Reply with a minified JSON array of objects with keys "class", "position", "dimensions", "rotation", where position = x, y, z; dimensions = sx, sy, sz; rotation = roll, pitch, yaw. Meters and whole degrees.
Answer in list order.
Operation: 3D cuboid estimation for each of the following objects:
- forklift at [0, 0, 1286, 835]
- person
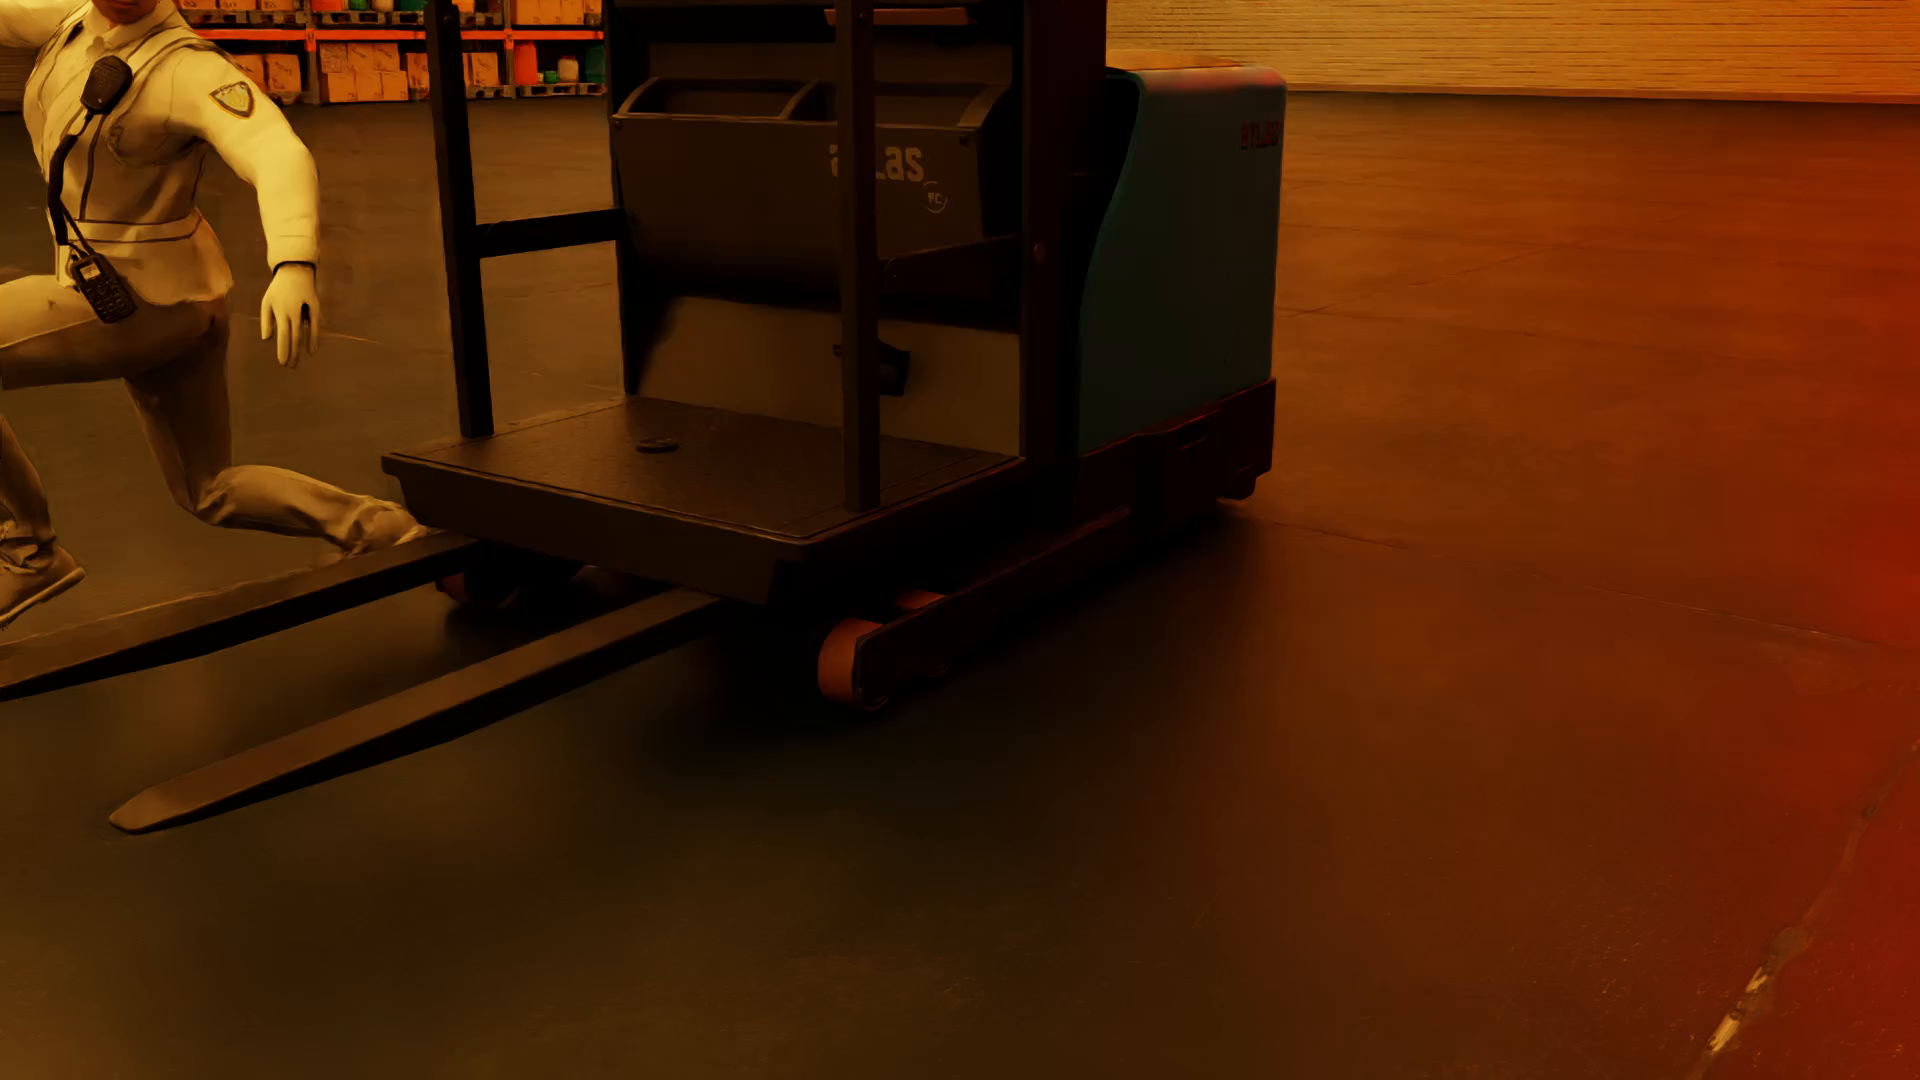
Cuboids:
[{"class":"forklift","position":[-0.431,-1.255,3.031],"dimensions":[1.130,2.935,3.031],"rotation":[11,20,32]},{"class":"person","position":[-1.468,-0.447,2.930],"dimensions":[0.933,1.411,0.743],"rotation":[-4,17,-13]}]
